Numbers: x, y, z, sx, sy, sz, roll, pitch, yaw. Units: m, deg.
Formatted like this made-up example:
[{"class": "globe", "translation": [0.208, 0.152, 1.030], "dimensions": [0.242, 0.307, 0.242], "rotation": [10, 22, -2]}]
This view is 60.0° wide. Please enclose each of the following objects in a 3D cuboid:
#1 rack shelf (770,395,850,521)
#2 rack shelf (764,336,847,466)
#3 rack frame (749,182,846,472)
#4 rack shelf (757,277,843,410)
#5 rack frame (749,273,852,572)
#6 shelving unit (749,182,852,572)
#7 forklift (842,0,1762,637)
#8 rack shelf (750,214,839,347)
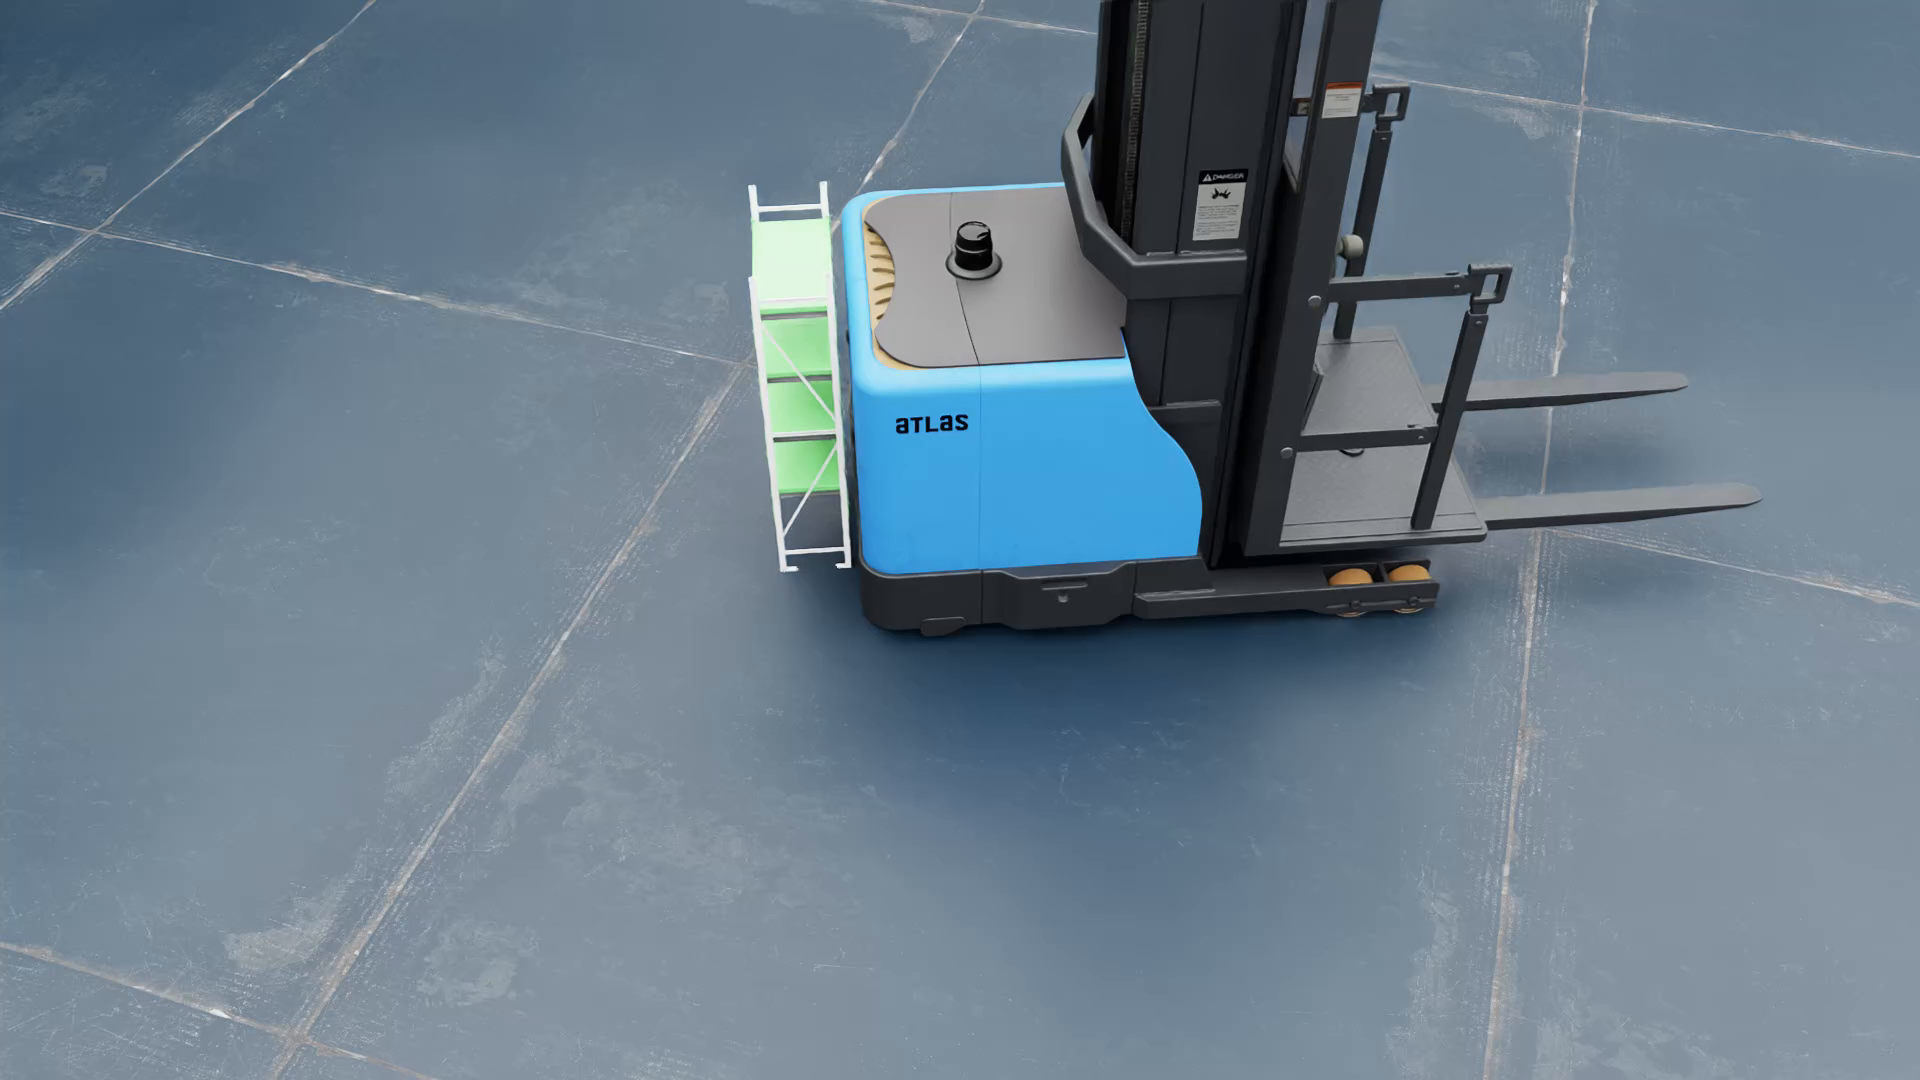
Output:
[{"class": "rack shelf", "translation": [-0.511, -0.286, 5.618], "dimensions": [0.258, 0.148, 0.480], "rotation": [-4, 44, -4]}, {"class": "rack shelf", "translation": [-0.511, -0.457, 5.451], "dimensions": [0.258, 0.148, 0.480], "rotation": [-4, 44, -4]}, {"class": "rack frame", "translation": [-0.534, -0.673, 5.580], "dimensions": [0.240, 1.200, 0.015], "rotation": [-4, 44, -4]}, {"class": "rack shelf", "translation": [-0.512, -0.629, 5.283], "dimensions": [0.258, 0.148, 0.480], "rotation": [-4, 44, -4]}, {"class": "rack frame", "translation": [-0.489, -0.333, 5.232], "dimensions": [0.240, 1.200, 0.015], "rotation": [-4, 44, -4]}, {"class": "shelving unit", "translation": [-0.512, -0.503, 5.406], "dimensions": [0.258, 1.200, 0.503], "rotation": [-4, 44, -4]}, {"class": "forklift", "translation": [1.153, -1.161, 4.841], "dimensions": [3.031, 2.935, 1.130], "rotation": [-4, 44, -4]}, {"class": "rack shelf", "translation": [-0.512, -0.800, 5.115], "dimensions": [0.258, 0.148, 0.480], "rotation": [-4, 44, -4]}]
